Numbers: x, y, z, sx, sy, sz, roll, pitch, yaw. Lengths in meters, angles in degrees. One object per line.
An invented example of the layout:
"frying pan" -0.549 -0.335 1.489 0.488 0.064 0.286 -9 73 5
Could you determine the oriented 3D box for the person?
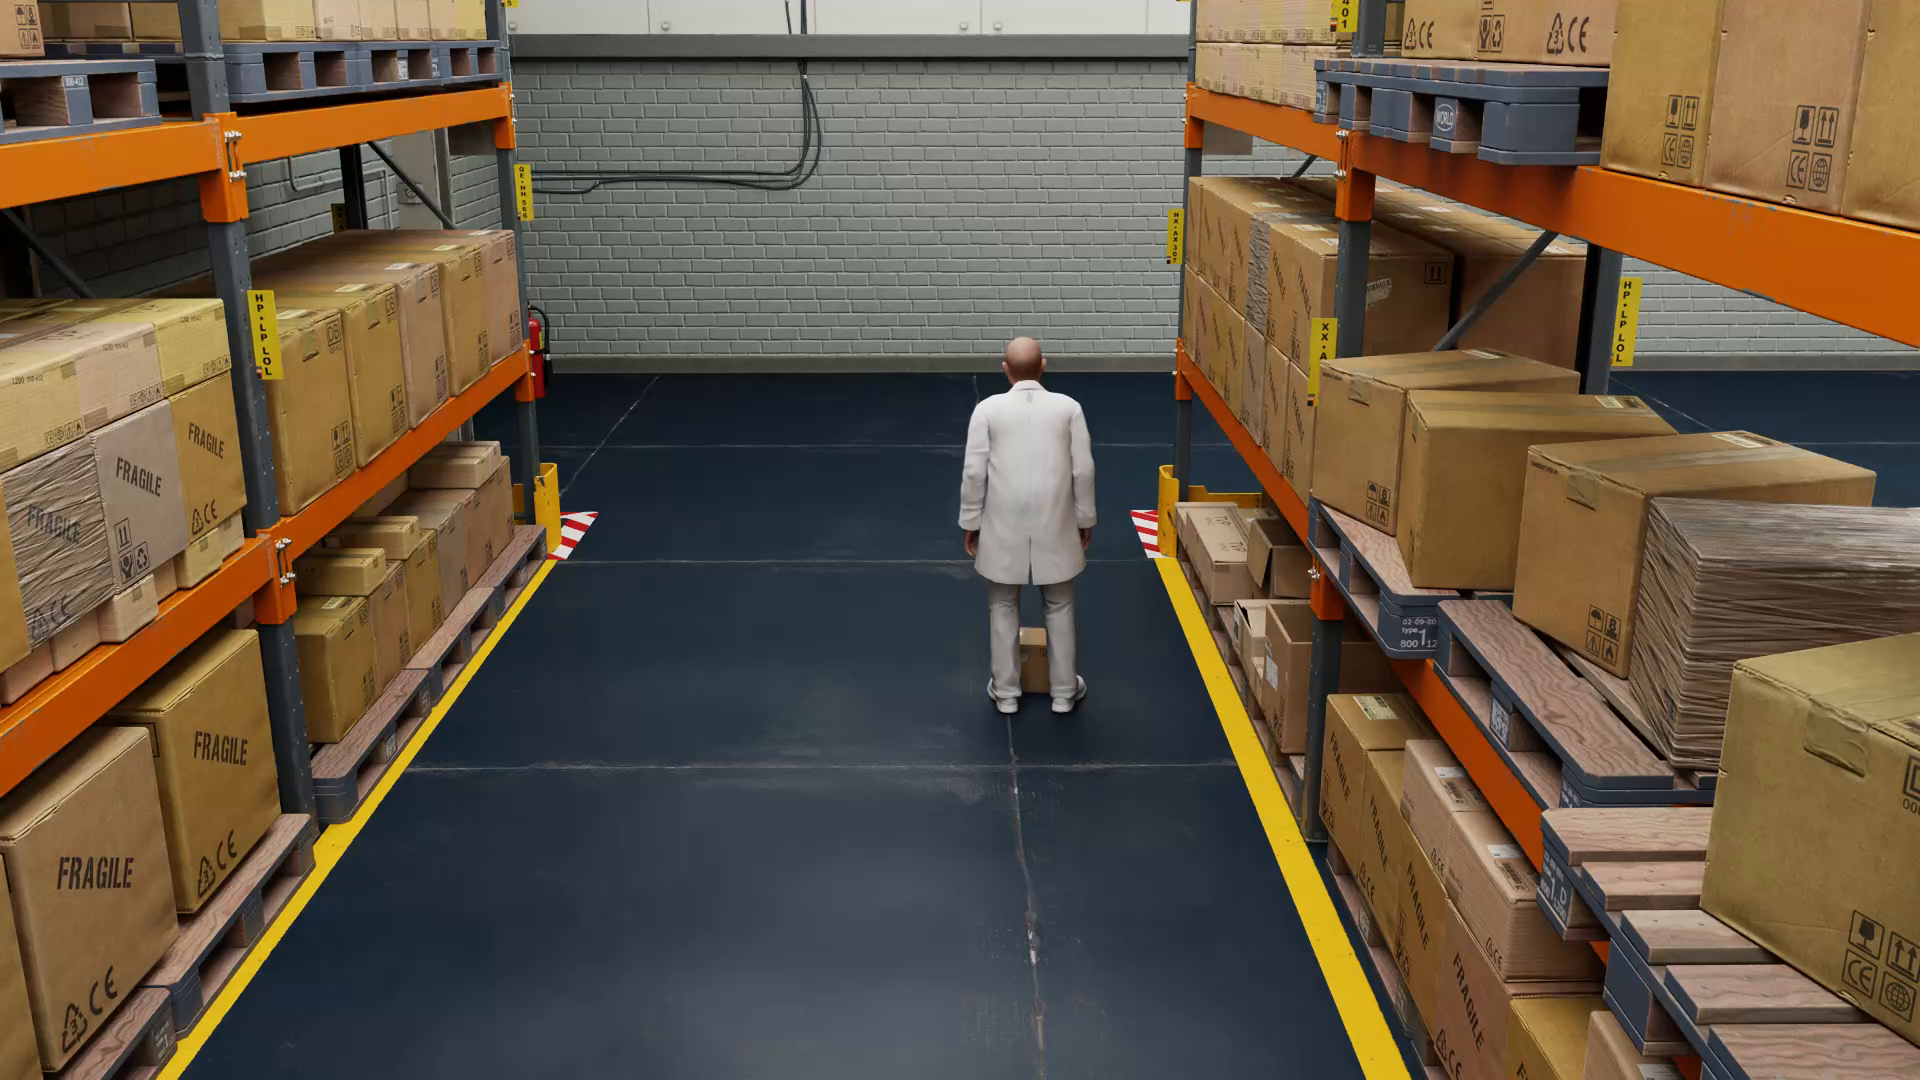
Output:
"person" 0.315 -0.063 7.778 0.648 1.772 0.429 0 17 -1
